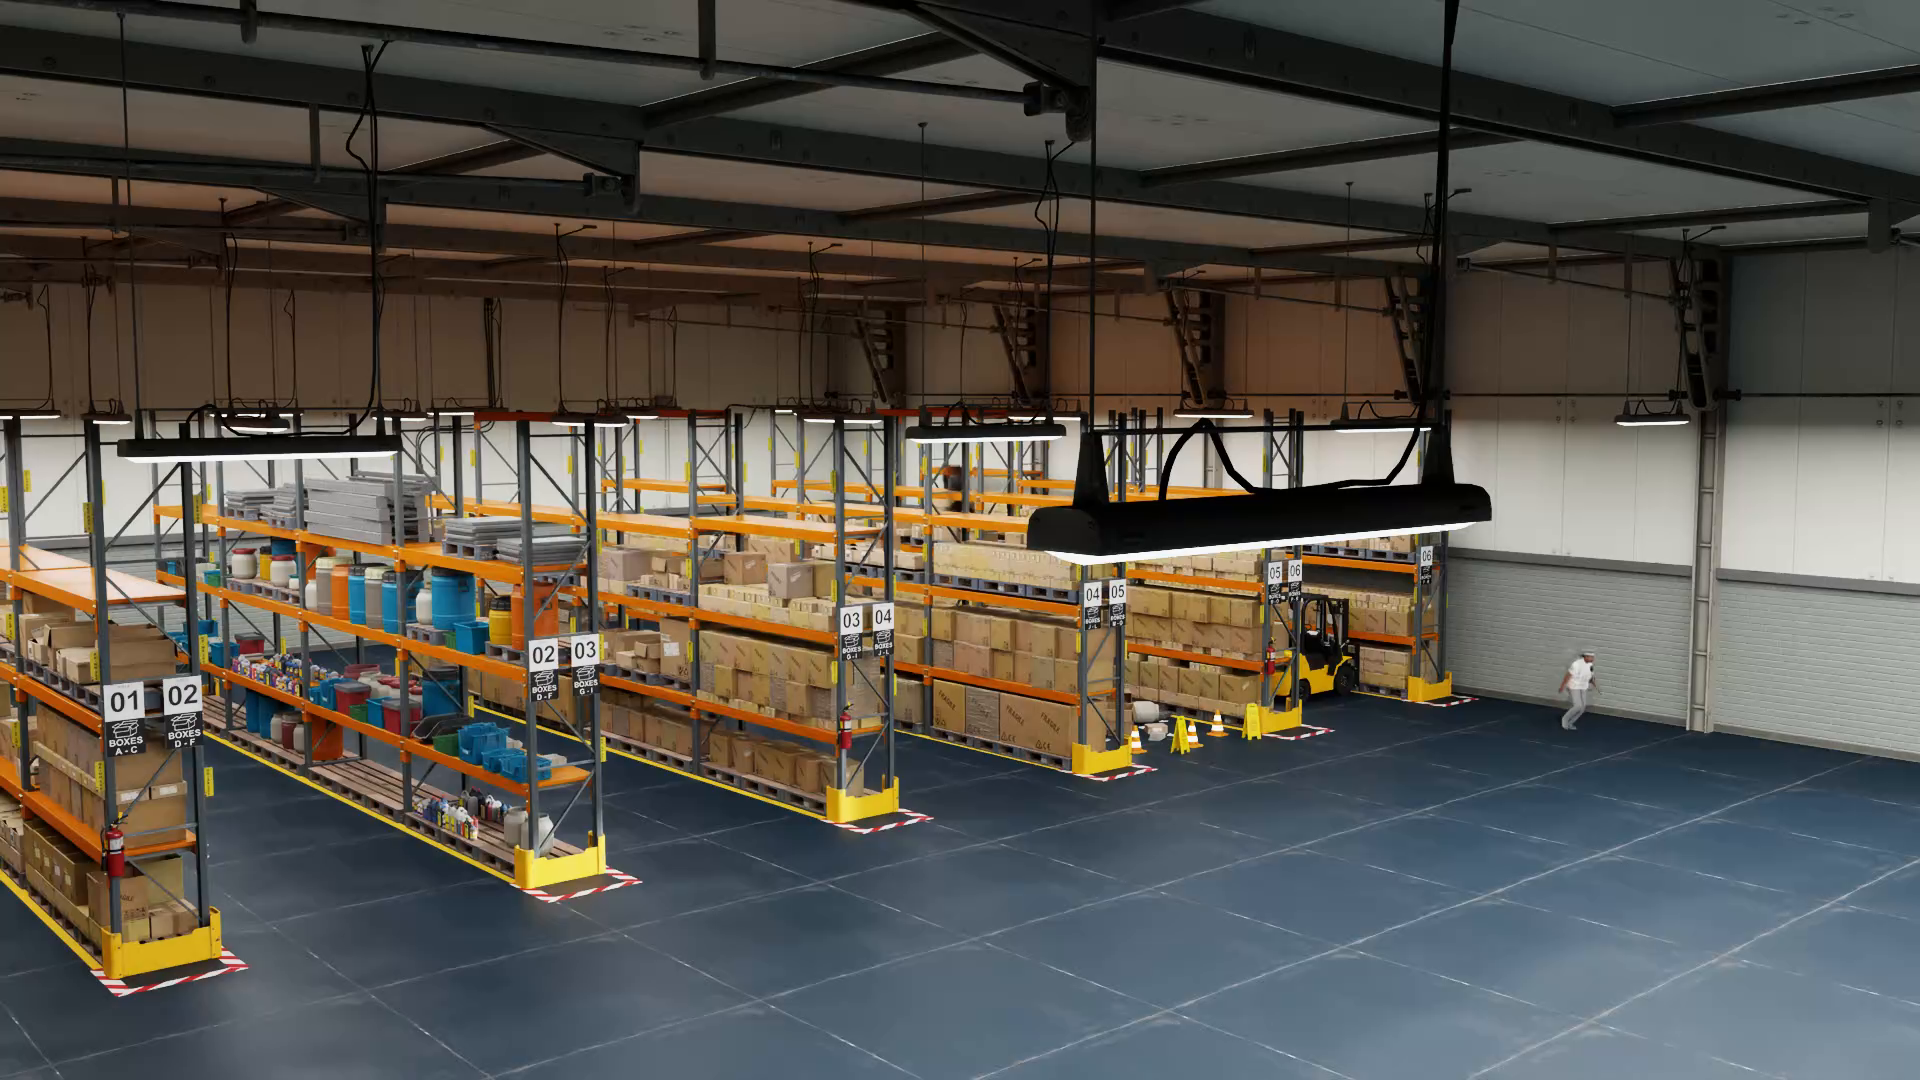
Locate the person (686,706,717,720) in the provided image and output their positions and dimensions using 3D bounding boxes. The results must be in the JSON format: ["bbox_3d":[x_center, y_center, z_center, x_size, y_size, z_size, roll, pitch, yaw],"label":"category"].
[{"bbox_3d":[-4.882,2.761,31.718,0.719,1.612,0.615,3,6,32],"label":"person"}]

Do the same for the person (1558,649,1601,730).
[{"bbox_3d":[11.598,2.799,31.140,0.527,1.568,0.653,-2,6,-26],"label":"person"}]
